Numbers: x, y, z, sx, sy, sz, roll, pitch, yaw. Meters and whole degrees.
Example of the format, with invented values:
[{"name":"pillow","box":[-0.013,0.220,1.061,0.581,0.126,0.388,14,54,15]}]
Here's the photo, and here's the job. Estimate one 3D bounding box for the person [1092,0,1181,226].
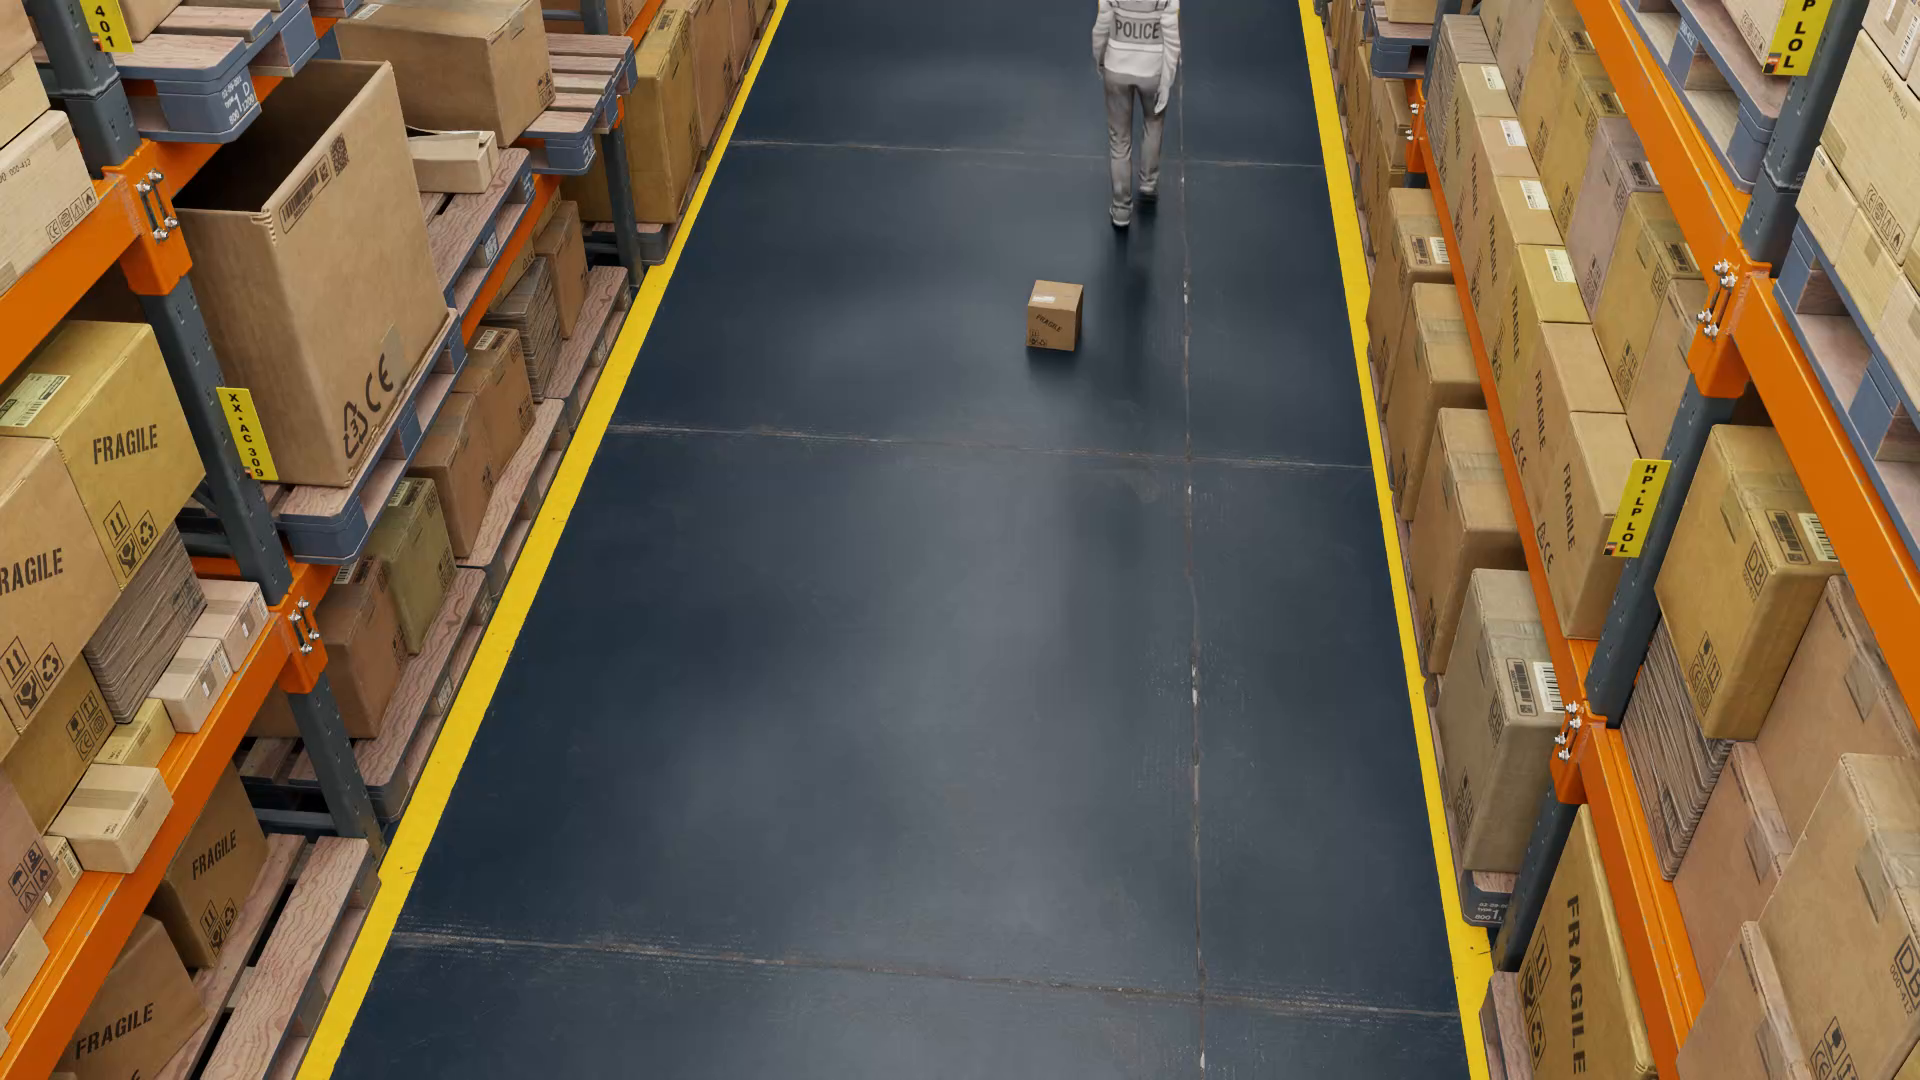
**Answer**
[{"name":"person","box":[0.960,-2.575,9.196,0.485,1.751,0.610,4,40,5]}]
